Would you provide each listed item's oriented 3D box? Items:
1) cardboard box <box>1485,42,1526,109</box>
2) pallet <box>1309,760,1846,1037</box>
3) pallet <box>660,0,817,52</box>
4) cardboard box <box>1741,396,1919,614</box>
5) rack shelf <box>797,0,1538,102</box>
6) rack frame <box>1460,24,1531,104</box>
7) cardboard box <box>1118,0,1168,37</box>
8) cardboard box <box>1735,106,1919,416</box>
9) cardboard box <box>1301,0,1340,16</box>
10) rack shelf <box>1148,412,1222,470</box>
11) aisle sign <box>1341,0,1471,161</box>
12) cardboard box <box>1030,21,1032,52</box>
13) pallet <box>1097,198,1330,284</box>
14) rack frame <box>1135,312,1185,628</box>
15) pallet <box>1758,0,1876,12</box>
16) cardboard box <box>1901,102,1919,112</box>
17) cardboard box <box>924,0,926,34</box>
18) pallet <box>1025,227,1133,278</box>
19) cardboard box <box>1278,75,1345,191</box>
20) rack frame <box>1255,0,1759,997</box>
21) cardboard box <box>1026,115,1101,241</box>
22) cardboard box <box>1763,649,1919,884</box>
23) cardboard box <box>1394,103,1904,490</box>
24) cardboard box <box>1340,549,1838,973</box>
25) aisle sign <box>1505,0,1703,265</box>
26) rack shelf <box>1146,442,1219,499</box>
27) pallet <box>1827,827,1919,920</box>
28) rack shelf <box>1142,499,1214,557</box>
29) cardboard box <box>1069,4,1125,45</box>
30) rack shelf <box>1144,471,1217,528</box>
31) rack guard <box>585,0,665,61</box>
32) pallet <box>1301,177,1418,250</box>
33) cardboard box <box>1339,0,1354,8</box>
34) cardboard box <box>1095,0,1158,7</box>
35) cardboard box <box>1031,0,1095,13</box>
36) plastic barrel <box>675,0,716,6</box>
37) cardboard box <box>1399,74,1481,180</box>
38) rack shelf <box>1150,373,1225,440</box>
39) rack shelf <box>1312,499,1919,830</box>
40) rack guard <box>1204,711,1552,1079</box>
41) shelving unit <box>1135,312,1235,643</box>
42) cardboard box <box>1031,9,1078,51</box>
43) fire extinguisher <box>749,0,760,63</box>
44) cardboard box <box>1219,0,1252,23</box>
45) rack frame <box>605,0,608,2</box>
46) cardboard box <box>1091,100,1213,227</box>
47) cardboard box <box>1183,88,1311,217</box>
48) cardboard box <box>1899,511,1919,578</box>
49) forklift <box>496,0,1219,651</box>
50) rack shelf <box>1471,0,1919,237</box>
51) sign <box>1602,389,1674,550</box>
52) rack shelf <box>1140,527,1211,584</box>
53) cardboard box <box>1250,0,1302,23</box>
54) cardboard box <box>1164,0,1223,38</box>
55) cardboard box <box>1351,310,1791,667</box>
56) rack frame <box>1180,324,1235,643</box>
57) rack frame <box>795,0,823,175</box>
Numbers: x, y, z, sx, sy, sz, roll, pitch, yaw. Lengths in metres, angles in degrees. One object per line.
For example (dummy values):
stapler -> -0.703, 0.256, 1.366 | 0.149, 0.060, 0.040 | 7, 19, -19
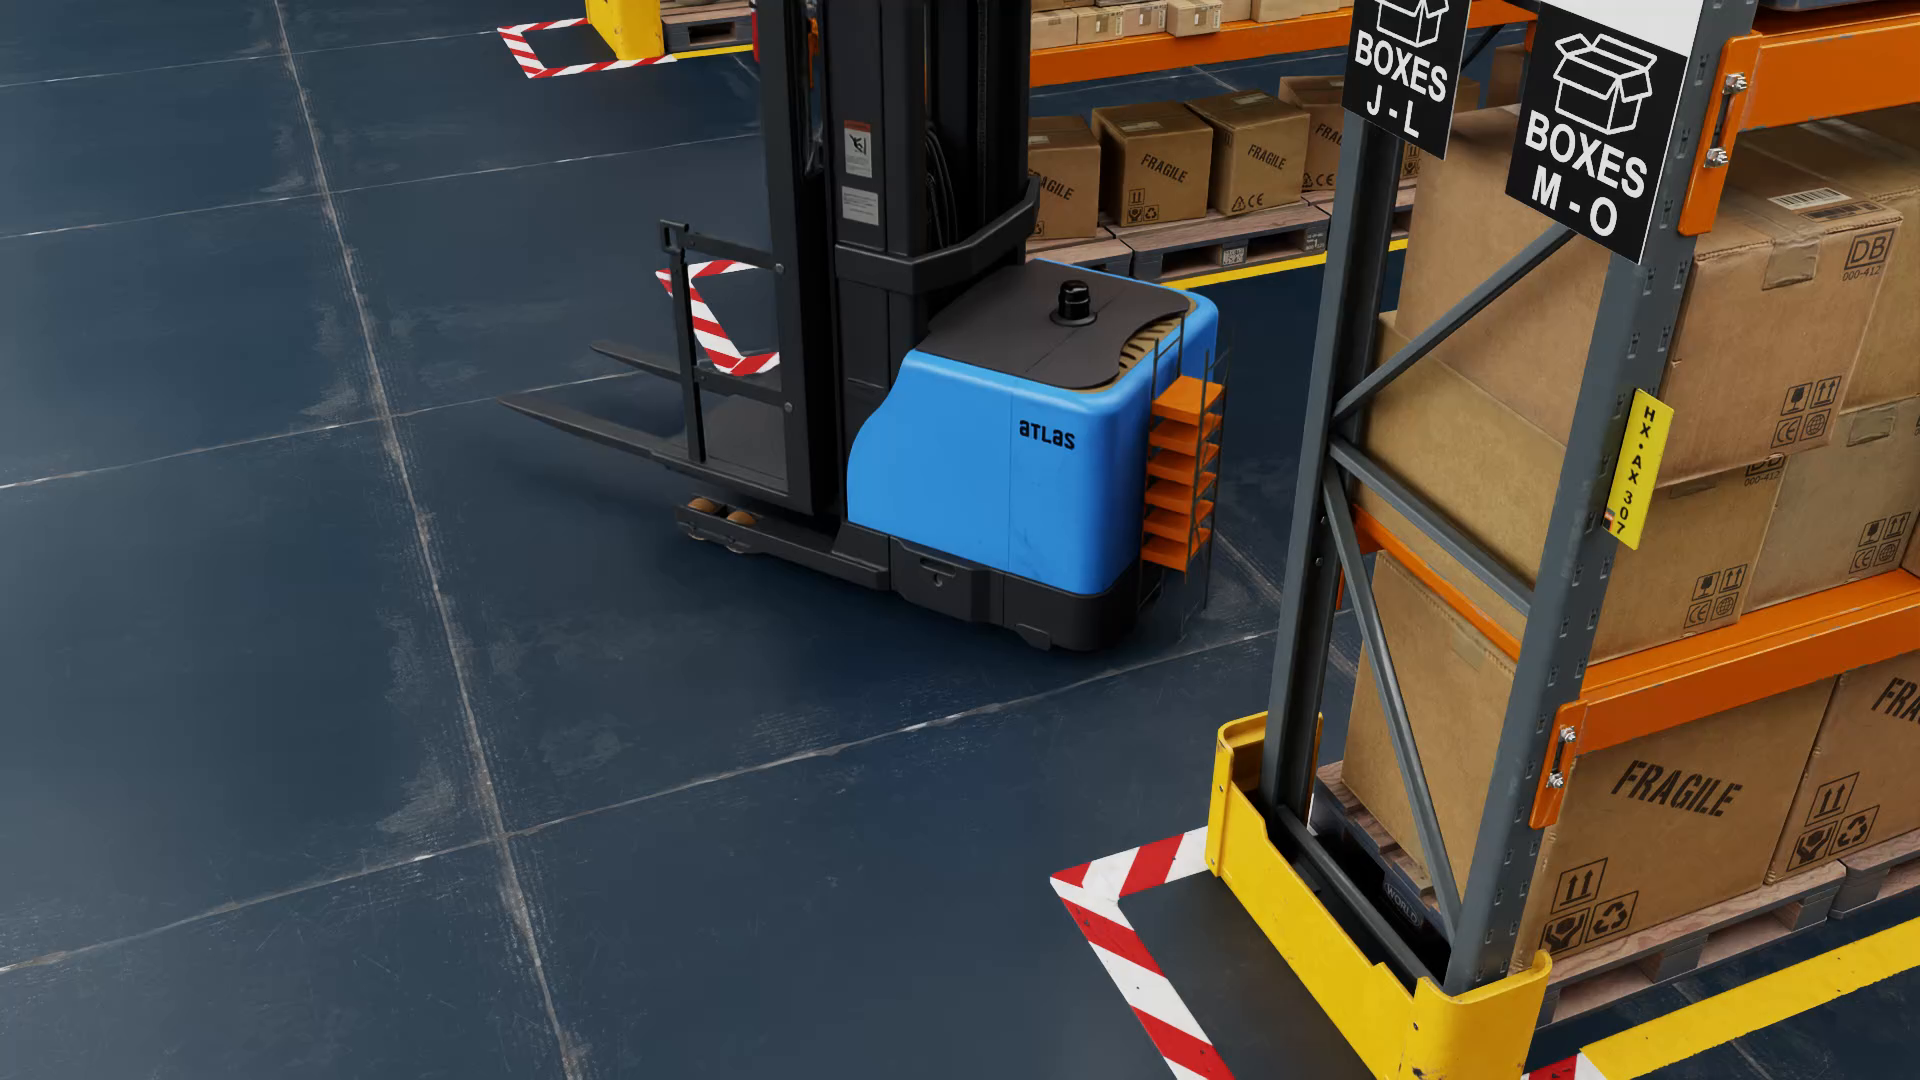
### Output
cardboard box -> 3.589, -2.639, 9.945 | 0.500, 0.500, 0.700 | -16, 36, -23
pallet -> 1.860, 0.937, 5.117 | 1.213, 0.211, 1.003 | -13, 35, -19
pallet -> -1.788, -4.070, 12.811 | 1.213, 0.211, 1.003 | -13, 35, -19
cardboard box -> 1.977, -0.315, 4.346 | 0.550, 0.550, 0.875 | -13, 35, -19
rack shelf -> 1.171, -2.660, 8.748 | 4.000, 0.370, 1.077 | -13, 35, -19
rack frame -> 3.015, -3.384, 9.200 | 0.127, 3.000, 1.000 | -13, 35, -19
cardboard box -> 0.831, -2.642, 8.290 | 0.250, 0.149, 0.380 | -13, 35, -19
cardboard box -> 1.982, -0.761, 4.041 | 0.550, 0.550, 0.875 | -13, 35, -19
cardboard box -> 1.758, -2.846, 8.605 | 0.250, 0.149, 0.380 | -13, 35, -19
rack shelf -> 0.798, -0.368, 5.856 | 0.180, 0.103, 0.258 | 18, 37, 25
aisle sign -> 0.972, -1.250, 3.536 | 0.004, 0.787, 0.394 | -13, 35, -19
cardboard box -> 0.156, -2.463, 8.015 | 0.250, 0.149, 0.380 | -13, 35, -19
pallet -> 1.282, -1.796, 9.317 | 1.213, 0.211, 1.003 | -13, 35, -19
rack frame -> 0.719, -0.229, 6.001 | 0.006, 1.200, 0.240 | 18, 37, 25
pallet -> 1.833, -1.406, 3.491 | 1.213, 0.211, 1.003 | -13, 35, -19
cardboard box -> 2.551, -0.811, 4.118 | 0.550, 0.550, 0.875 | -13, 35, -19
cardboard box -> -0.156, -2.808, 7.951 | 0.500, 0.500, 0.875 | -13, 35, -19
pallet -> 0.159, -1.540, 8.924 | 1.213, 0.211, 1.003 | -13, 35, -19
cardboard box -> 2.105, -2.323, 9.477 | 0.500, 0.500, 0.500 | -2, 33, -4
rack frame -> 1.153, -0.024, 4.036 | 0.127, 3.000, 1.000 | -13, 35, -19
cardboard box -> 0.447, -1.935, 8.880 | 0.500, 0.500, 0.500 | -4, 33, -6
cardboard box -> 2.564, 0.327, 5.060 | 0.875, 0.875, 0.875 | -13, 35, -20
cardboard box -> 1.511, -0.598, 3.792 | 0.550, 0.550, 0.875 | -13, 35, -19
cardboard box -> 1.753, 0.514, 4.773 | 0.875, 0.875, 0.875 | -13, 35, -19
aisle sign -> 1.204, -0.948, 3.073 | 0.004, 0.787, 0.394 | -13, 35, -19
rack shelf -> 0.798, -0.267, 5.922 | 0.180, 0.103, 0.258 | 18, 37, 25
pallet -> 2.984, 0.681, 5.510 | 1.213, 0.211, 1.003 | -13, 35, -19
rack shelf -> 0.798, -0.066, 6.053 | 0.180, 0.103, 0.258 | 18, 37, 25
cardboard box -> 0.611, -2.575, 8.188 | 0.250, 0.149, 0.380 | -13, 35, -19
rack shelf -> 0.798, -0.166, 5.987 | 0.180, 0.103, 0.258 | 18, 37, 25
rack guard -> -2.539, -4.022, 12.473 | 0.348, 0.500, 1.175 | -13, 35, -19
pallet -> 2.409, -2.056, 9.716 | 1.213, 0.211, 1.003 | -13, 35, -19
cardboard box -> 1.973, -2.920, 8.717 | 0.250, 0.149, 0.380 | -13, 35, -19
cardboard box -> 0.737, -3.058, 8.335 | 0.500, 0.500, 0.875 | -13, 35, -19
cardboard box -> 0.259, -2.974, 8.206 | 0.500, 0.500, 0.875 | -13, 35, -19
plastic barrel -> -2.014, -4.341, 12.567 | 0.421, 0.512, 0.421 | 0, 33, 0
cardboard box -> 2.630, -2.448, 9.669 | 0.500, 0.500, 0.500 | -14, 36, -20
rack shelf -> 0.798, -0.468, 5.791 | 0.180, 0.103, 0.258 | 18, 37, 25
rack shelf -> 2.997, -0.145, 4.882 | 4.000, 0.370, 1.077 | -13, 35, -19
rack guard -> 1.131, 1.029, 4.710 | 0.348, 0.500, 1.175 | -13, 35, -19
shelving unit -> 0.798, -0.204, 5.963 | 0.189, 1.200, 0.258 | 18, 37, 25
cardboard box -> 0.378, -2.526, 8.112 | 0.250, 0.149, 0.380 | -13, 35, -19
fire extinguisher -> -0.957, -2.715, 8.243 | 0.183, 0.674, 0.296 | -13, 35, -19
cardboard box -> 1.281, -2.762, 8.475 | 0.250, 0.149, 0.380 | -13, 35, -19
rack frame -> -2.591, -5.030, 11.730 | 0.127, 3.000, 1.000 | -13, 35, -19
cardboard box -> 1.031, -2.057, 9.068 | 0.500, 0.500, 0.500 | -10, 34, -14
cardboard box -> 1.563, -2.153, 9.215 | 0.500, 0.500, 0.500 | -16, 36, -23
cardboard box -> 2.542, -0.370, 4.431 | 0.550, 0.550, 0.875 | -13, 35, -19
forklift -> -0.560, -1.405, 6.223 | 3.031, 2.935, 1.130 | 18, 37, 25
rack shelf -> 2.997, -1.402, 4.064 | 4.000, 0.370, 1.077 | -13, 35, -19
sign -> 1.363, -0.140, 3.348 | 0.005, 0.325, 0.100 | -13, 35, -19
rack shelf -> 0.798, 0.035, 6.118 | 0.180, 0.103, 0.258 | 18, 37, 25
cardboard box -> 1.541, -2.776, 8.497 | 0.250, 0.149, 0.380 | -13, 35, -19
cardboard box -> 1.102, -2.642, 8.291 | 0.250, 0.149, 0.380 | -13, 35, -19
cardboard box -> 1.478, -0.188, 4.151 | 0.550, 0.550, 0.875 | -13, 35, -19
rack frame -> 0.877, -0.179, 5.924 | 0.006, 1.200, 0.240 | 18, 37, 25
rack frame -> -0.674, -2.539, 7.903 | 0.127, 3.000, 1.000 | -13, 35, -19
